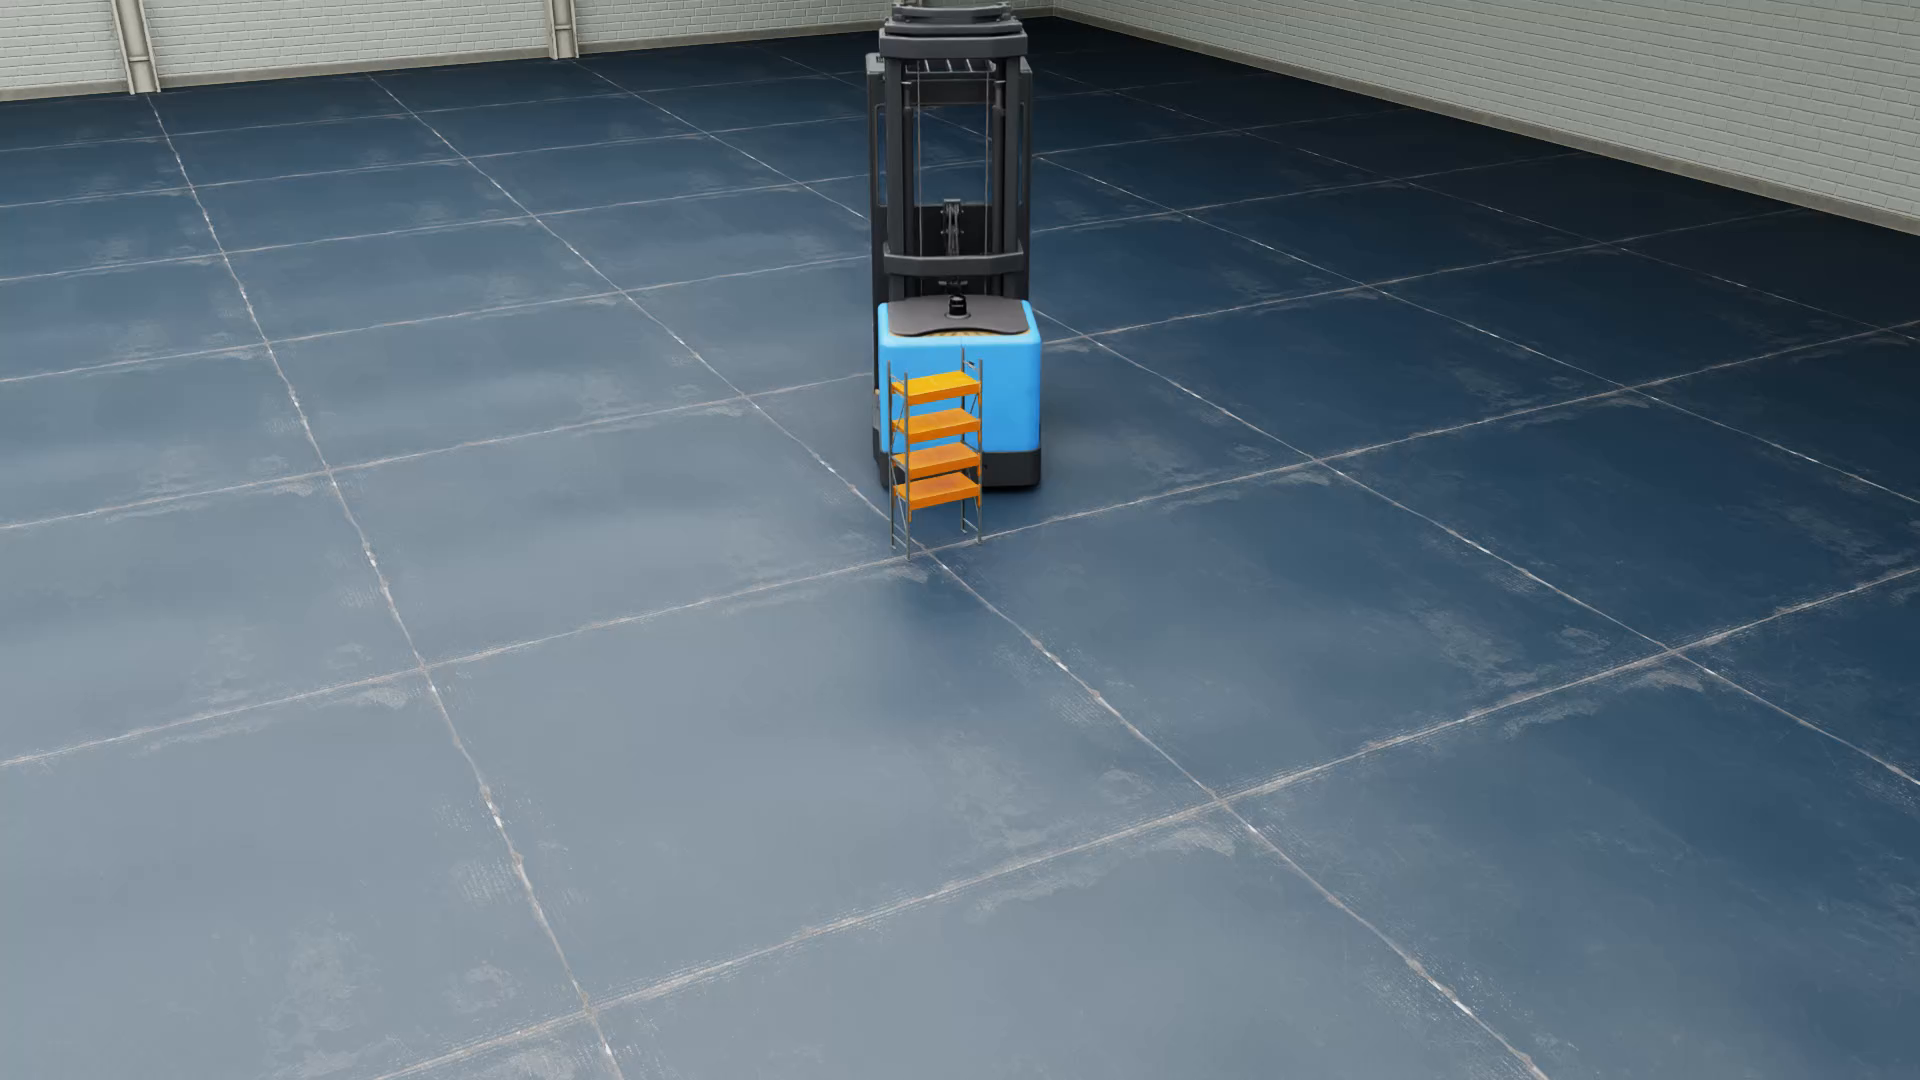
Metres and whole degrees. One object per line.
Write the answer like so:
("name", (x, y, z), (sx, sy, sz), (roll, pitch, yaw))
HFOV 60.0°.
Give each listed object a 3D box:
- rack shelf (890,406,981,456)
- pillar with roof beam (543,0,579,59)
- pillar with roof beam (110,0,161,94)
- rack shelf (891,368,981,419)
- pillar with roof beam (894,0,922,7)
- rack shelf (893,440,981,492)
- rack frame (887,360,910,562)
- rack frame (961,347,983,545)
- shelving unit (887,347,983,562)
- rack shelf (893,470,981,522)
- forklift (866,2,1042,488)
("rack shelf", (-0.146, -0.648, 9.852), (0.480, 0.148, 0.258), (-13, 29, -25))
("pillar with roof beam", (-4.153, -9.953, 20.583), (0.400, 9.000, 9.100), (-13, 29, -25))
("pillar with roof beam", (-9.447, -8.731, 18.037), (0.400, 9.000, 9.100), (-13, 29, -25))
("rack shelf", (-0.146, -0.861, 9.750), (0.480, 0.148, 0.258), (-13, 29, -25))
("pillar with roof beam", (1.142, -11.175, 23.128), (0.400, 9.000, 9.100), (-13, 29, -25))
("rack shelf", (-0.146, -0.447, 9.949), (0.480, 0.148, 0.258), (-13, 29, -25))
("rack frame", (-0.361, -0.457, 9.817), (0.015, 1.200, 0.240), (-13, 29, -25))
("rack frame", (0.069, -0.557, 10.024), (0.015, 1.200, 0.240), (-13, 29, -25))
("shelving unit", (-0.146, -0.507, 9.920), (0.503, 1.200, 0.258), (-13, 29, -25))
("rack shelf", (-0.146, -0.268, 10.035), (0.480, 0.148, 0.258), (-13, 29, -25))
("forklift", (-0.082, -2.254, 11.558), (1.130, 2.935, 3.031), (-2, 26, -3))
